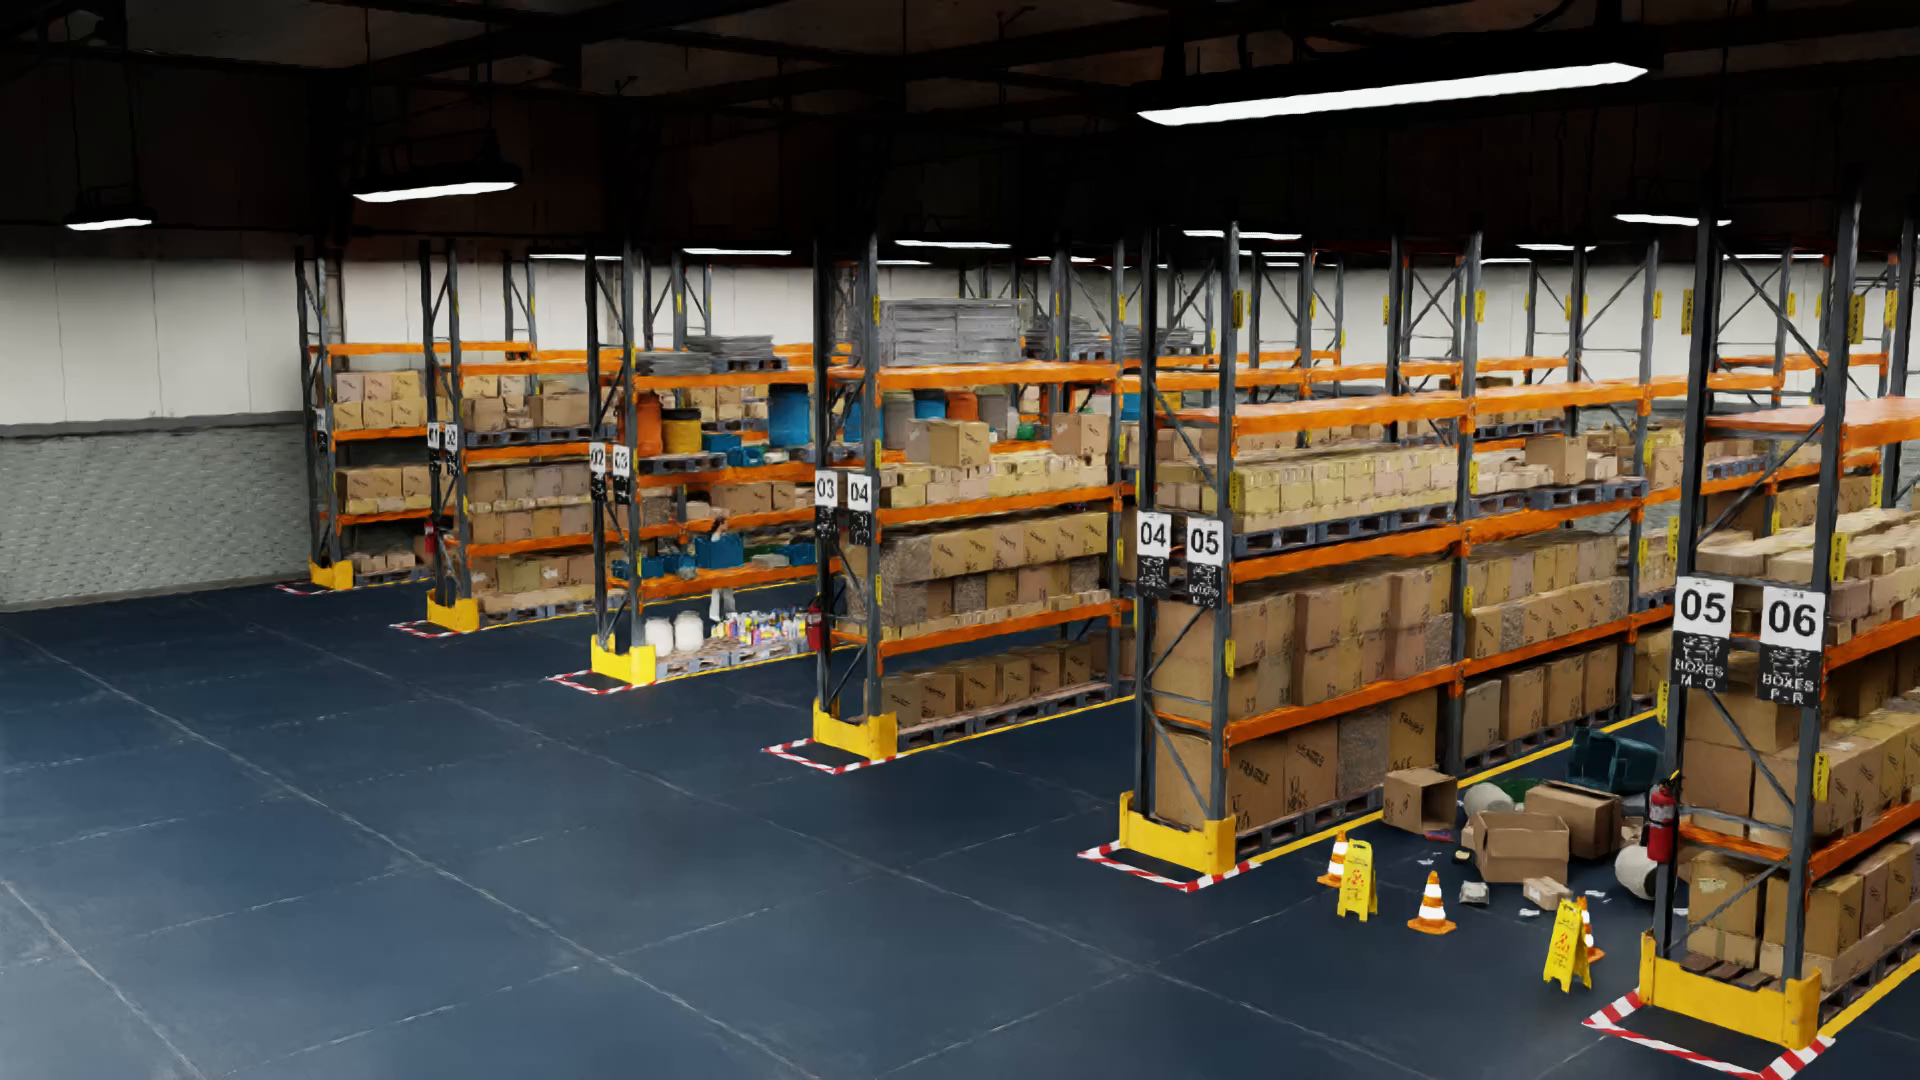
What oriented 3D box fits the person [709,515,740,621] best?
[{"bbox_3d":[-3.770,0.439,26.581,0.445,1.669,0.493,3,9,18],"label":"person"}]
